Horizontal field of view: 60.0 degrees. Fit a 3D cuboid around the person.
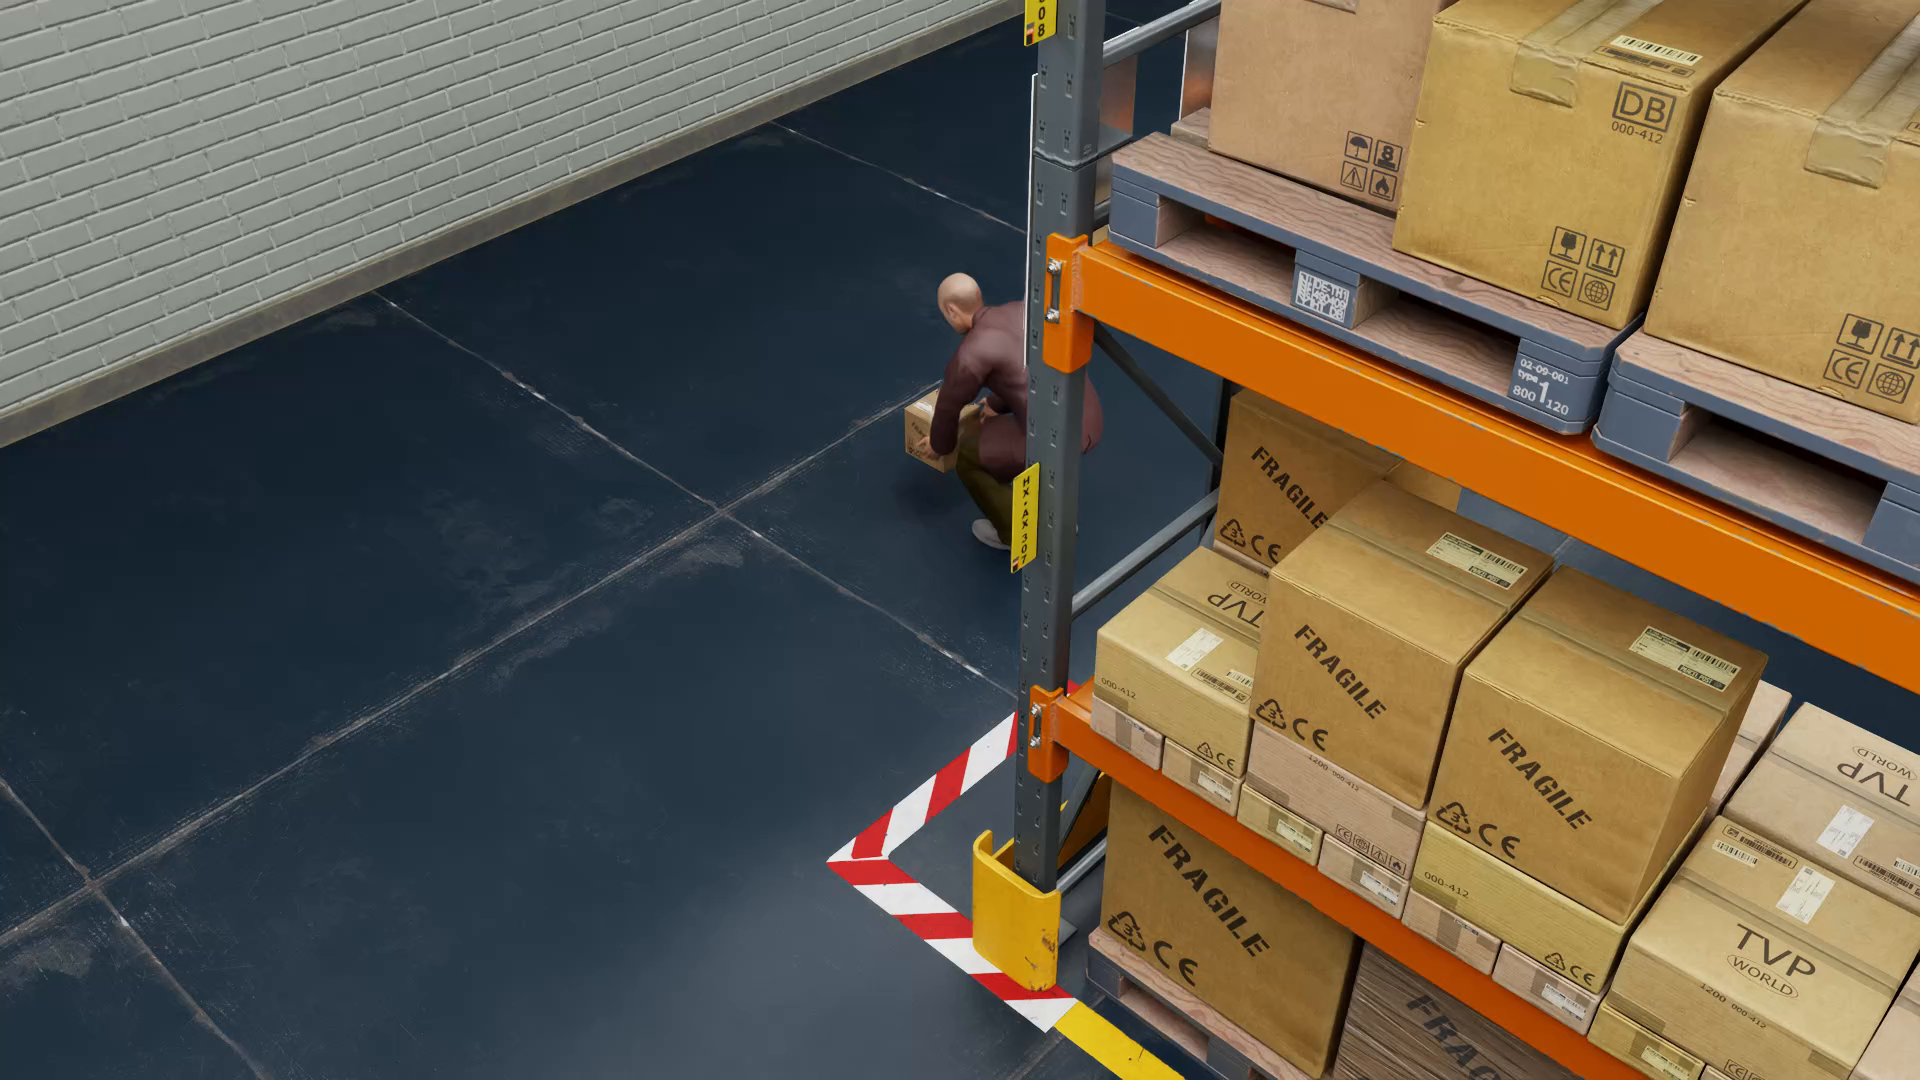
[{"bbox_3d":[0.235,-0.527,7.266,0.809,1.222,0.628,30,47,32],"label":"person"}]
